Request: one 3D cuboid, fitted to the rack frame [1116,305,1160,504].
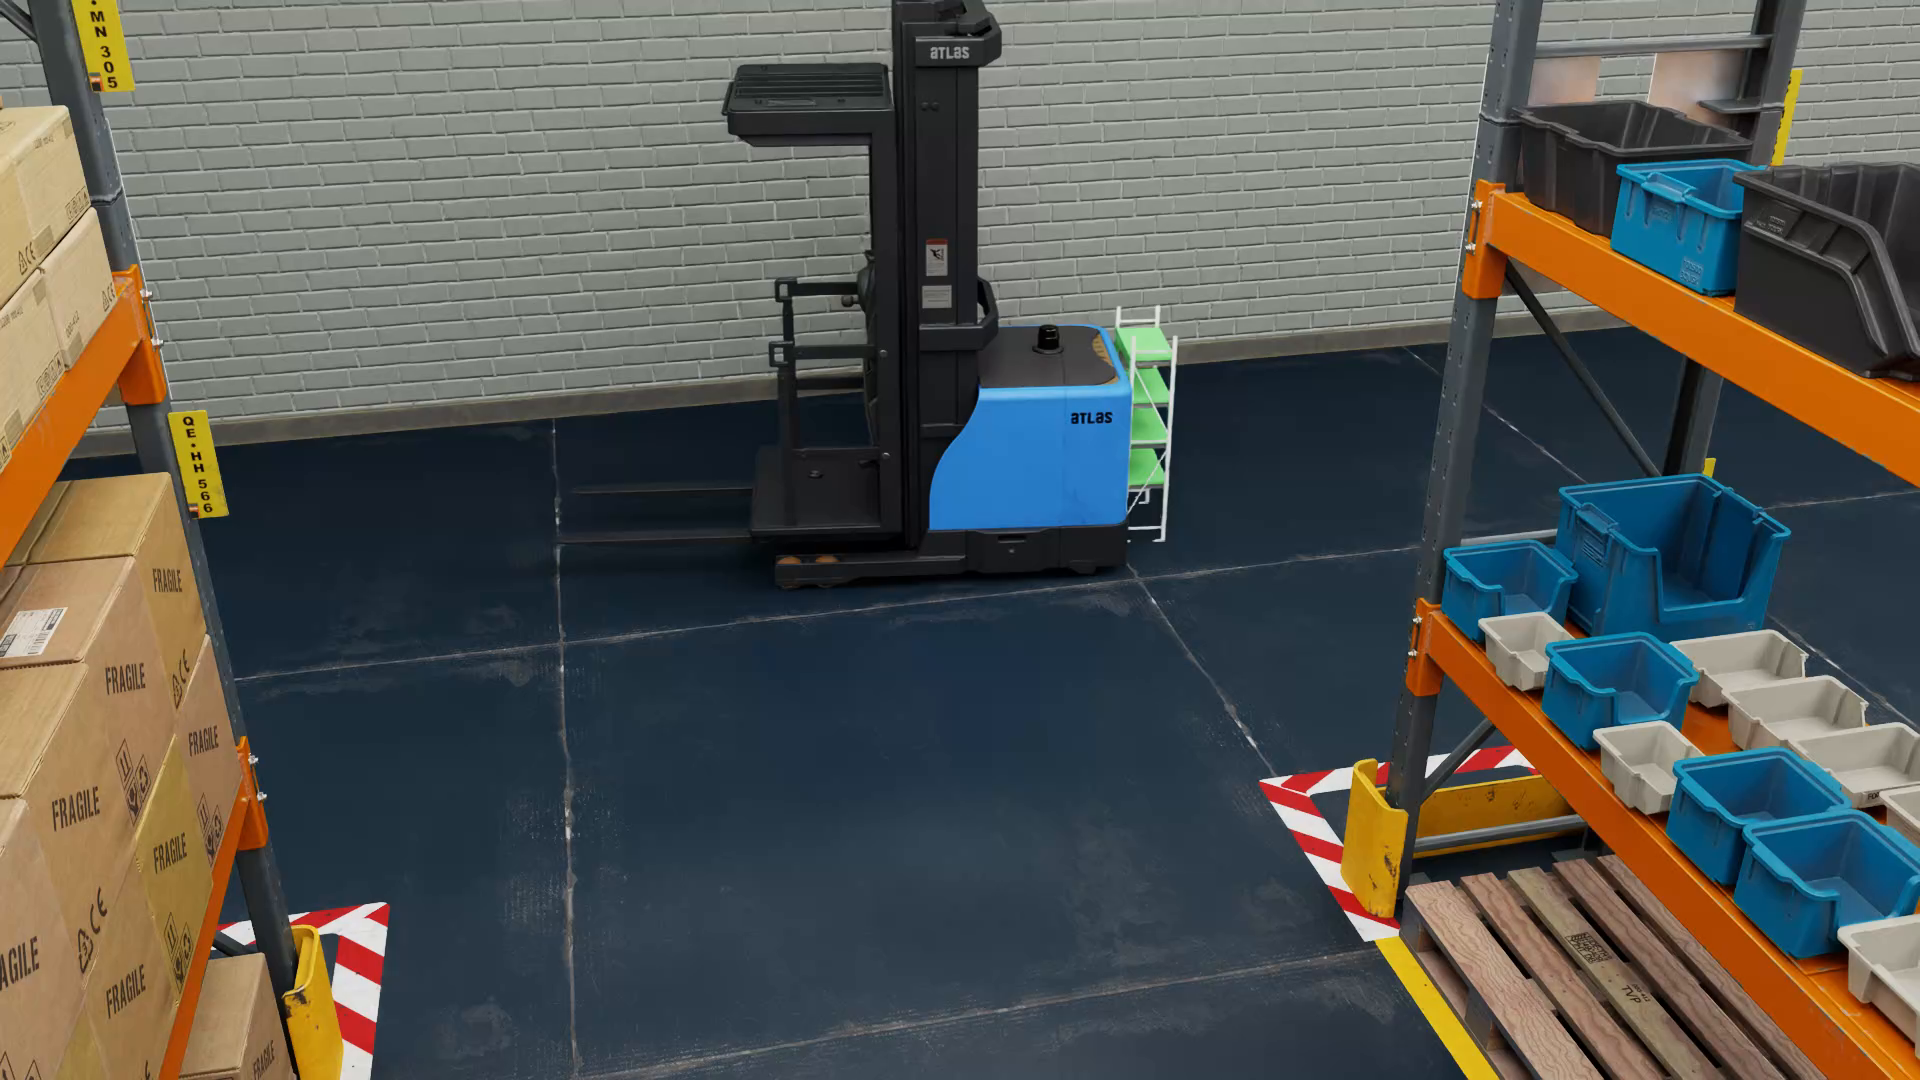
[{"bbox_3d":[0.979,-0.748,9.400,0.240,1.200,0.015,-2,27,-4],"label":"rack frame"}]

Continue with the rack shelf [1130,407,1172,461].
[{"bbox_3d":[0.998,-0.581,9.211,0.258,0.148,0.480,-2,27,-4],"label":"rack shelf"}]

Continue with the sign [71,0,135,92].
[{"bbox_3d":[-2.154,-1.288,4.161,0.100,0.325,0.005,-6,27,-12],"label":"sign"}]

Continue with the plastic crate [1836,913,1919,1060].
[{"bbox_3d":[2.344,1.106,3.956,0.293,0.136,0.466,-6,27,-12],"label":"plastic crate"}]

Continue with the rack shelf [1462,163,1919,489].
[{"bbox_3d":[2.578,-0.147,3.682,1.077,0.370,4.000,-6,27,-12],"label":"rack shelf"}]

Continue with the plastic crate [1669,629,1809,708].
[{"bbox_3d":[2.488,0.423,5.308,0.396,0.136,0.243,-6,27,-12],"label":"plastic crate"}]

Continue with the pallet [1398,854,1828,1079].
[{"bbox_3d":[2.276,1.604,5.838,1.003,0.211,1.213,-6,27,-12],"label":"pallet"}]

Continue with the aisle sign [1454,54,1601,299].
[{"bbox_3d":[1.822,-1.169,5.352,0.394,0.787,0.004,-6,27,-12],"label":"aisle sign"}]

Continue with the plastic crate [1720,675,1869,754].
[{"bbox_3d":[2.539,0.552,5.053,0.396,0.136,0.243,-6,27,-12],"label":"plastic crate"}]

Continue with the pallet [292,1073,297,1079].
[{"bbox_3d":[-2.501,2.122,4.811,1.003,0.211,1.213,-6,27,-12],"label":"pallet"}]

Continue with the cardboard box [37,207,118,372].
[{"bbox_3d":[-2.326,-0.579,3.906,0.500,0.250,0.500,-6,27,-12],"label":"cardboard box"}]

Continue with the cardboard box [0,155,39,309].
[{"bbox_3d":[-2.222,-0.582,3.357,0.500,0.250,0.500,-6,27,-12],"label":"cardboard box"}]

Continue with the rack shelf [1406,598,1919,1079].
[{"bbox_3d":[2.578,1.192,4.358,1.077,0.370,4.000,-6,27,-12],"label":"rack shelf"}]

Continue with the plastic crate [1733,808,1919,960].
[{"bbox_3d":[2.227,0.892,4.272,0.416,0.233,0.300,-6,27,-12],"label":"plastic crate"}]

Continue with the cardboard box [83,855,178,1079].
[{"bbox_3d":[-2.106,1.066,3.699,0.500,0.500,0.500,-6,27,-11],"label":"cardboard box"}]

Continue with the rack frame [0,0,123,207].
[{"bbox_3d":[-2.699,-2.184,3.590,1.000,3.000,0.127,-6,27,-12],"label":"rack frame"}]

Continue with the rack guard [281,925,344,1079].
[{"bbox_3d":[-2.682,1.643,5.439,1.175,0.500,0.348,-6,27,-12],"label":"rack guard"}]

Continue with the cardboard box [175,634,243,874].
[{"bbox_3d":[-2.333,0.619,4.585,0.500,0.500,0.500,-5,27,-10],"label":"cardboard box"}]

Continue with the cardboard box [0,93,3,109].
[{"bbox_3d":[-2.567,-1.112,3.575,0.700,0.500,0.500,-6,27,-12],"label":"cardboard box"}]

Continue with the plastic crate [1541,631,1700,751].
[{"bbox_3d":[2.011,0.472,5.106,0.416,0.233,0.300,-6,27,-12],"label":"plastic crate"}]

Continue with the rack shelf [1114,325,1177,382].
[{"bbox_3d":[0.998,-1.010,8.995,0.258,0.148,0.480,-2,27,-4],"label":"rack shelf"}]

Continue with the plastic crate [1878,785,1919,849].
[{"bbox_3d":[2.710,0.800,4.562,0.298,0.136,0.250,-6,27,-12],"label":"plastic crate"}]

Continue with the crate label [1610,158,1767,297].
[{"bbox_3d":[2.021,-0.842,4.425,0.408,0.251,0.502,-6,27,-12],"label":"crate label"}]

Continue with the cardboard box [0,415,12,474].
[{"bbox_3d":[-2.099,-0.140,3.037,0.500,0.250,0.500,-6,27,-12],"label":"cardboard box"}]

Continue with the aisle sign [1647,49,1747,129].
[{"bbox_3d":[2.397,-1.229,5.471,0.394,0.787,0.004,-6,27,-12],"label":"aisle sign"}]

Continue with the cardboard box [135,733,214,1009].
[{"bbox_3d":[-2.213,0.846,4.134,0.500,0.500,0.500,-6,27,-11],"label":"cardboard box"}]

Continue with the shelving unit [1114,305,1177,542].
[{"bbox_3d":[0.998,-0.638,9.183,0.258,1.200,0.503,-2,27,-4],"label":"shelving unit"}]

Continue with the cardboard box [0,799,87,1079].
[{"bbox_3d":[-1.979,0.845,3.026,0.500,0.500,0.500,-5,27,-10],"label":"cardboard box"}]

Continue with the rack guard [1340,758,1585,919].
[{"bbox_3d":[2.110,1.100,6.517,1.175,0.500,0.348,-6,27,-12],"label":"rack guard"}]

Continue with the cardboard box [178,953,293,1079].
[{"bbox_3d":[-2.337,1.627,4.983,0.500,0.500,0.500,-6,27,-12],"label":"cardboard box"}]

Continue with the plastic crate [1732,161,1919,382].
[{"bbox_3d":[2.204,-0.620,3.889,0.504,0.338,0.767,-6,27,-12],"label":"plastic crate"}]

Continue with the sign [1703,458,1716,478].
[{"bbox_3d":[2.660,-0.143,6.023,0.100,0.325,0.005,-6,27,-12],"label":"sign"}]

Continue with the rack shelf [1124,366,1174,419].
[{"bbox_3d":[0.998,-0.795,9.103,0.258,0.148,0.480,-2,27,-4],"label":"rack shelf"}]

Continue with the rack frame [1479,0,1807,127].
[{"bbox_3d":[2.128,-2.685,4.583,1.000,3.000,0.127,-6,27,-12],"label":"rack frame"}]

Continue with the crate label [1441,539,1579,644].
[{"bbox_3d":[1.863,0.183,5.678,0.416,0.233,0.303,-6,27,-12],"label":"crate label"}]

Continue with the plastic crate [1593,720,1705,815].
[{"bbox_3d":[2.007,0.673,4.815,0.250,0.136,0.298,-6,27,-12],"label":"plastic crate"}]

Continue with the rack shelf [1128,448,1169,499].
[{"bbox_3d":[0.998,-0.367,9.319,0.258,0.148,0.480,-2,27,-4],"label":"rack shelf"}]

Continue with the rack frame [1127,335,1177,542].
[{"bbox_3d":[1.017,-0.528,8.965,0.240,1.200,0.015,-2,27,-4],"label":"rack frame"}]

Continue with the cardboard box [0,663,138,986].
[{"bbox_3d":[-2.095,0.619,3.473,0.500,0.500,0.500,-5,27,-10],"label":"cardboard box"}]

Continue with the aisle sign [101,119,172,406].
[{"bbox_3d":[-2.416,-0.727,4.477,0.394,0.787,0.004,-6,27,-12],"label":"aisle sign"}]

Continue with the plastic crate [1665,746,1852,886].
[{"bbox_3d":[2.159,0.761,4.533,0.416,0.233,0.300,-6,27,-12],"label":"plastic crate"}]

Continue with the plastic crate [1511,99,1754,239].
[{"bbox_3d":[1.943,-1.091,4.898,0.497,0.269,0.590,-6,27,-12],"label":"plastic crate"}]

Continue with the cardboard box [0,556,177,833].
[{"bbox_3d":[-2.216,0.392,3.923,0.500,0.500,0.500,-5,27,-10],"label":"cardboard box"}]

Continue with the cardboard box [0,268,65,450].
[{"bbox_3d":[-2.224,-0.359,3.469,0.500,0.250,0.500,-6,27,-12],"label":"cardboard box"}]

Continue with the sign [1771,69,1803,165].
[{"bbox_3d":[2.660,-1.363,5.408,0.100,0.325,0.005,-6,27,-12],"label":"sign"}]

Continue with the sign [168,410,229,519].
[{"bbox_3d":[-2.154,-0.211,4.704,0.100,0.325,0.005,-6,27,-12],"label":"sign"}]

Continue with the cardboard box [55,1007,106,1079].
[{"bbox_3d":[-1.992,1.287,3.261,0.500,0.500,0.500,-6,27,-12],"label":"cardboard box"}]

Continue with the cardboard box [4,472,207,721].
[{"bbox_3d":[-2.331,0.171,4.362,0.500,0.500,0.500,-6,27,-12],"label":"cardboard box"}]

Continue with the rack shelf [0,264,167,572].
[{"bbox_3d":[-2.248,0.354,2.689,1.077,0.370,4.000,-6,27,-12],"label":"rack shelf"}]

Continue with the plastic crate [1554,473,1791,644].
[{"bbox_3d":[2.385,0.078,5.660,0.616,0.435,0.499,-6,27,-12],"label":"plastic crate"}]

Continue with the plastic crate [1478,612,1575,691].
[{"bbox_3d":[1.854,0.375,5.405,0.250,0.136,0.298,-6,27,-12],"label":"plastic crate"}]

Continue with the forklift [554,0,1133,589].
[{"bbox_3d":[-0.647,-1.298,8.568,3.031,2.935,1.130,-2,27,-4],"label":"forklift"}]

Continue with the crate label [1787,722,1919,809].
[{"bbox_3d":[2.626,0.672,4.816,0.396,0.136,0.243,-6,27,-12],"label":"crate label"}]

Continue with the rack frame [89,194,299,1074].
[{"bbox_3d":[-2.699,0.494,4.942,1.000,3.000,0.127,-6,27,-12],"label":"rack frame"}]

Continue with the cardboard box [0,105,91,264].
[{"bbox_3d":[-2.335,-0.801,3.792,0.500,0.250,0.500,-6,27,-12],"label":"cardboard box"}]

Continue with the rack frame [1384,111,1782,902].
[{"bbox_3d":[2.128,-0.007,5.935,1.000,3.000,0.127,-6,27,-12],"label":"rack frame"}]

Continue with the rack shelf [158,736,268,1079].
[{"bbox_3d":[-2.248,1.693,3.365,1.077,0.370,4.000,-6,27,-12],"label":"rack shelf"}]
